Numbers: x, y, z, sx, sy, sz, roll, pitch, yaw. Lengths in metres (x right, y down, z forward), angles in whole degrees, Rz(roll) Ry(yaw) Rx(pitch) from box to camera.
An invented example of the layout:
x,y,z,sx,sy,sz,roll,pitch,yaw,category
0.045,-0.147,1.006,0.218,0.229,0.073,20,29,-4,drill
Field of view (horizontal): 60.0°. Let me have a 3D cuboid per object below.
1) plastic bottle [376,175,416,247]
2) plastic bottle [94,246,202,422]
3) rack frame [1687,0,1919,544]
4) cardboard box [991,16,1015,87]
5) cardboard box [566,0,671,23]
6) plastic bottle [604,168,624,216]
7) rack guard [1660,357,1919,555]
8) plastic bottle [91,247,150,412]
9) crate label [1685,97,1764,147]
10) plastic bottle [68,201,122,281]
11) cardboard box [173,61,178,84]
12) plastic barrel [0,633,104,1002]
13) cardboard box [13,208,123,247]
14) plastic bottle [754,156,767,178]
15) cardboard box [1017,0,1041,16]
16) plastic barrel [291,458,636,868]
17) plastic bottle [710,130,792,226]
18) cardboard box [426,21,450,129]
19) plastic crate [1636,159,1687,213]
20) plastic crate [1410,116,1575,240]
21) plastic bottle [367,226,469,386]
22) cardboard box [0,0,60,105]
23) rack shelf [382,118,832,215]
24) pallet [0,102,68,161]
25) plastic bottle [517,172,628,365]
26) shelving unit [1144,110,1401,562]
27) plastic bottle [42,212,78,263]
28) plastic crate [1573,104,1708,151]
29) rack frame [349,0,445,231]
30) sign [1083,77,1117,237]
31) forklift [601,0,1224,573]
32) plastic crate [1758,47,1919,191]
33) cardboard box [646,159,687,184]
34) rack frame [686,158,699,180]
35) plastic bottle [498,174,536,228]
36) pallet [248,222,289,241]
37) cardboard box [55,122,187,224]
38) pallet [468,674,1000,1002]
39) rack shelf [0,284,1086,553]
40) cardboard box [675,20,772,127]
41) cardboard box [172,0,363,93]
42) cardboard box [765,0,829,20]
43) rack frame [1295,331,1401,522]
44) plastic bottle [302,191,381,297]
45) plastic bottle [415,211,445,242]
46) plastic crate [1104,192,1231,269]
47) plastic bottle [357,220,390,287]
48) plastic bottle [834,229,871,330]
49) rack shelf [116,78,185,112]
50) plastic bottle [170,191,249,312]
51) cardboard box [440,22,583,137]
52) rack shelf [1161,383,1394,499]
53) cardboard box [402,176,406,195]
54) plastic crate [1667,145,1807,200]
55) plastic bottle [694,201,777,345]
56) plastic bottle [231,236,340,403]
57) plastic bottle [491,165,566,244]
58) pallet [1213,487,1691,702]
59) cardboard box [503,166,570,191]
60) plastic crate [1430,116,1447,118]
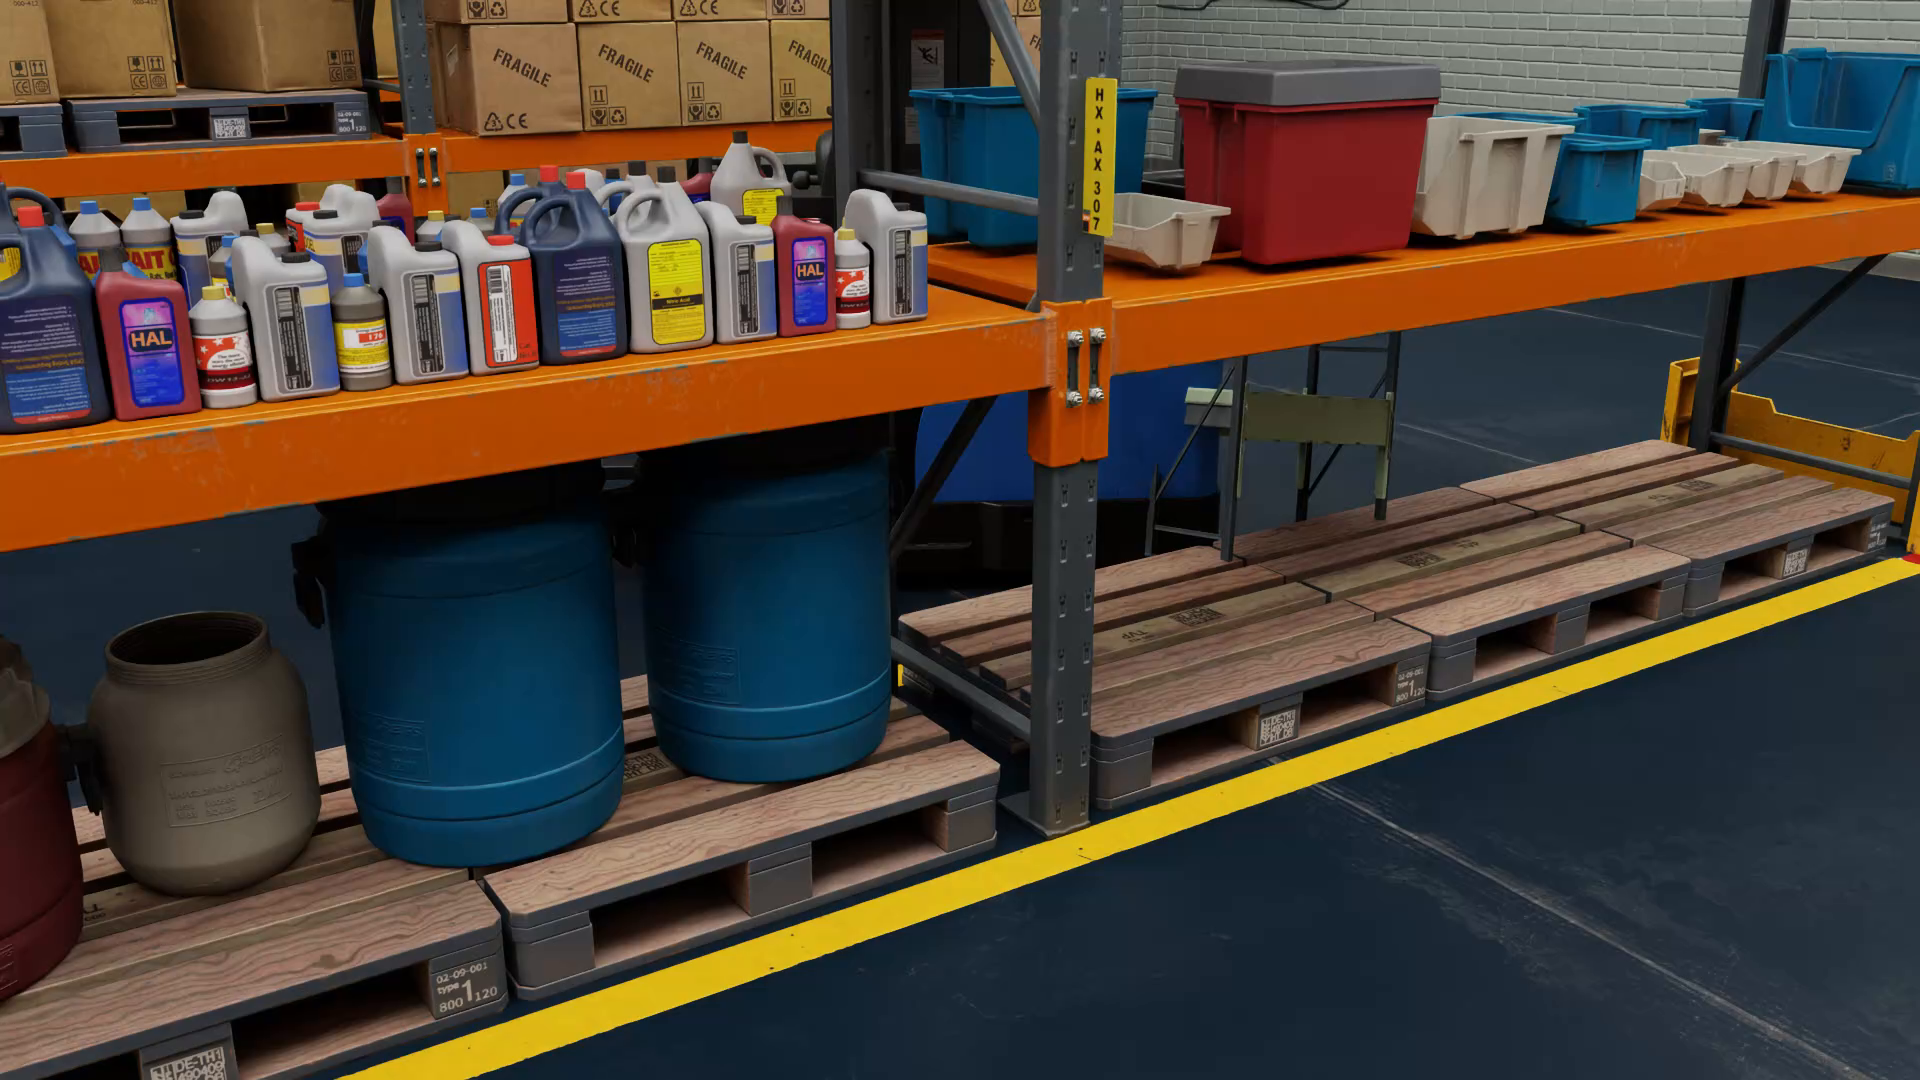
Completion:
x,y,z,sx,sy,sz,roll,pitch,yaw,category
-1.287,-0.667,3.717,0.133,0.283,0.061,-12,22,-31,plastic bottle
-1.356,-0.348,2.771,0.133,0.283,0.061,-12,22,-31,plastic bottle
3.336,-1.534,6.099,0.127,3.000,1.000,-12,22,-31,rack frame
-0.041,-2.663,9.282,0.500,0.500,0.500,-12,22,-31,cardboard box
-1.747,-2.775,8.051,0.500,0.500,0.500,-13,22,-33,cardboard box
-0.824,-0.752,3.987,0.097,0.271,0.097,0,19,0,plastic bottle
3.349,-0.358,6.522,0.348,0.500,1.175,-12,22,-31,rack guard
-1.415,-0.360,2.827,0.097,0.271,0.097,0,19,0,plastic bottle
2.949,-1.528,6.248,0.303,0.233,0.416,-12,22,-31,crate label
-1.761,-0.555,3.403,0.097,0.271,0.097,0,19,0,plastic bottle
-5.580,-3.235,11.490,0.250,0.149,0.380,-12,22,-31,cardboard box
-2.003,0.529,3.106,0.708,0.588,0.600,-12,22,-31,plastic barrel
-4.099,-1.338,7.565,0.500,0.250,0.500,-12,22,-31,cardboard box
-0.545,-0.824,4.180,0.133,0.283,0.061,-12,22,-31,plastic bottle
0.395,-3.229,9.394,0.500,0.500,0.500,-12,22,-32,cardboard box
-1.060,0.182,3.644,0.708,0.901,0.600,-12,22,-31,plastic barrel
-0.511,-0.824,4.074,0.185,0.351,0.144,-12,22,-31,plastic bottle
-2.449,-2.359,8.383,0.500,0.500,0.500,-11,22,-31,cardboard box
2.048,-1.086,5.090,0.250,0.136,0.298,-12,22,-31,plastic crate
1.372,-1.021,4.674,0.530,0.282,0.437,-12,22,-31,plastic crate
-0.995,-0.438,3.050,0.135,0.276,0.152,-12,22,-31,plastic bottle
-4.167,-2.074,6.883,0.700,0.500,0.500,16,24,39,cardboard box
-1.055,-2.166,9.093,4.000,0.370,1.077,-12,22,-31,rack shelf
-4.445,-1.703,6.899,1.213,0.211,1.003,-12,22,-31,pallet
-0.747,-0.524,3.188,0.185,0.351,0.144,-12,22,-31,plastic bottle
1.099,-0.670,5.692,0.755,1.500,0.431,-1,7,-36,shelving unit
-1.763,-0.499,3.238,0.097,0.271,0.097,0,19,0,plastic bottle
2.399,-1.412,5.905,0.300,0.233,0.416,-12,22,-31,plastic crate
-2.726,-2.155,7.936,0.127,3.000,1.000,-12,22,-31,rack frame
0.296,-0.813,3.534,0.005,0.325,0.100,-12,22,-31,sign
-0.628,-1.379,5.747,3.031,2.935,1.130,-1,19,-3,forklift
3.159,-1.470,5.761,0.499,0.435,0.616,-12,22,-31,plastic crate
-2.642,-3.049,13.826,0.500,0.500,0.700,-12,22,-31,cardboard box
-2.112,-4.184,13.937,0.127,3.000,1.000,-12,22,-31,rack frame
-1.018,-0.711,3.866,0.097,0.271,0.097,0,19,0,plastic bottle
-4.775,-2.271,12.634,1.213,0.211,1.003,-12,22,-31,pallet
-5.925,-2.511,11.688,0.750,0.750,0.750,-12,22,-31,cardboard box
-0.672,0.616,4.092,1.213,0.211,1.003,-12,22,-31,pallet
-1.675,-0.136,3.088,4.000,0.370,1.077,-12,22,-31,rack shelf
-1.305,-2.398,8.498,0.500,0.500,0.500,-12,22,-32,cardboard box
-3.244,-2.378,7.782,0.700,0.500,0.500,14,23,35,cardboard box
-0.886,-2.956,8.589,0.500,0.500,0.500,-11,22,-30,cardboard box
1.396,-0.673,5.905,0.023,1.500,0.400,-1,7,-36,rack frame
-1.290,-0.587,3.492,0.135,0.276,0.152,-12,22,-31,plastic bottle
-1.181,-0.644,3.776,0.097,0.201,0.097,0,19,0,plastic bottle
0.463,-0.777,4.177,0.243,0.136,0.396,-12,22,-31,plastic crate
-1.079,-0.466,3.140,0.097,0.271,0.097,0,19,0,plastic bottle
-0.238,-0.552,3.503,0.097,0.201,0.097,0,19,0,plastic bottle
-7.124,-2.786,10.926,4.000,0.370,1.077,-12,22,-31,rack shelf
-1.568,-0.587,3.491,0.135,0.276,0.152,-12,22,-31,plastic bottle
-2.150,-2.219,7.969,0.500,0.500,0.500,-11,22,-30,cardboard box
1.080,-0.346,5.723,0.720,0.370,0.431,-1,7,-36,rack shelf
-4.351,-2.686,12.754,0.500,0.500,0.700,-12,22,-32,cardboard box
2.505,-1.198,5.423,0.243,0.136,0.396,-12,22,-31,plastic crate
-0.461,-0.550,3.383,0.135,0.276,0.152,-12,22,-31,plastic bottle
-1.188,-0.397,2.929,0.135,0.276,0.152,-12,22,-31,plastic bottle
-0.826,-0.563,3.302,0.185,0.351,0.144,-12,22,-31,plastic bottle
1.608,0.135,5.514,1.213,0.211,1.003,-12,22,-31,pallet
-3.480,-2.872,13.303,0.500,0.500,0.700,-13,22,-33,cardboard box
1.599,-1.243,5.405,0.300,0.233,0.416,-12,22,-31,plastic crate
